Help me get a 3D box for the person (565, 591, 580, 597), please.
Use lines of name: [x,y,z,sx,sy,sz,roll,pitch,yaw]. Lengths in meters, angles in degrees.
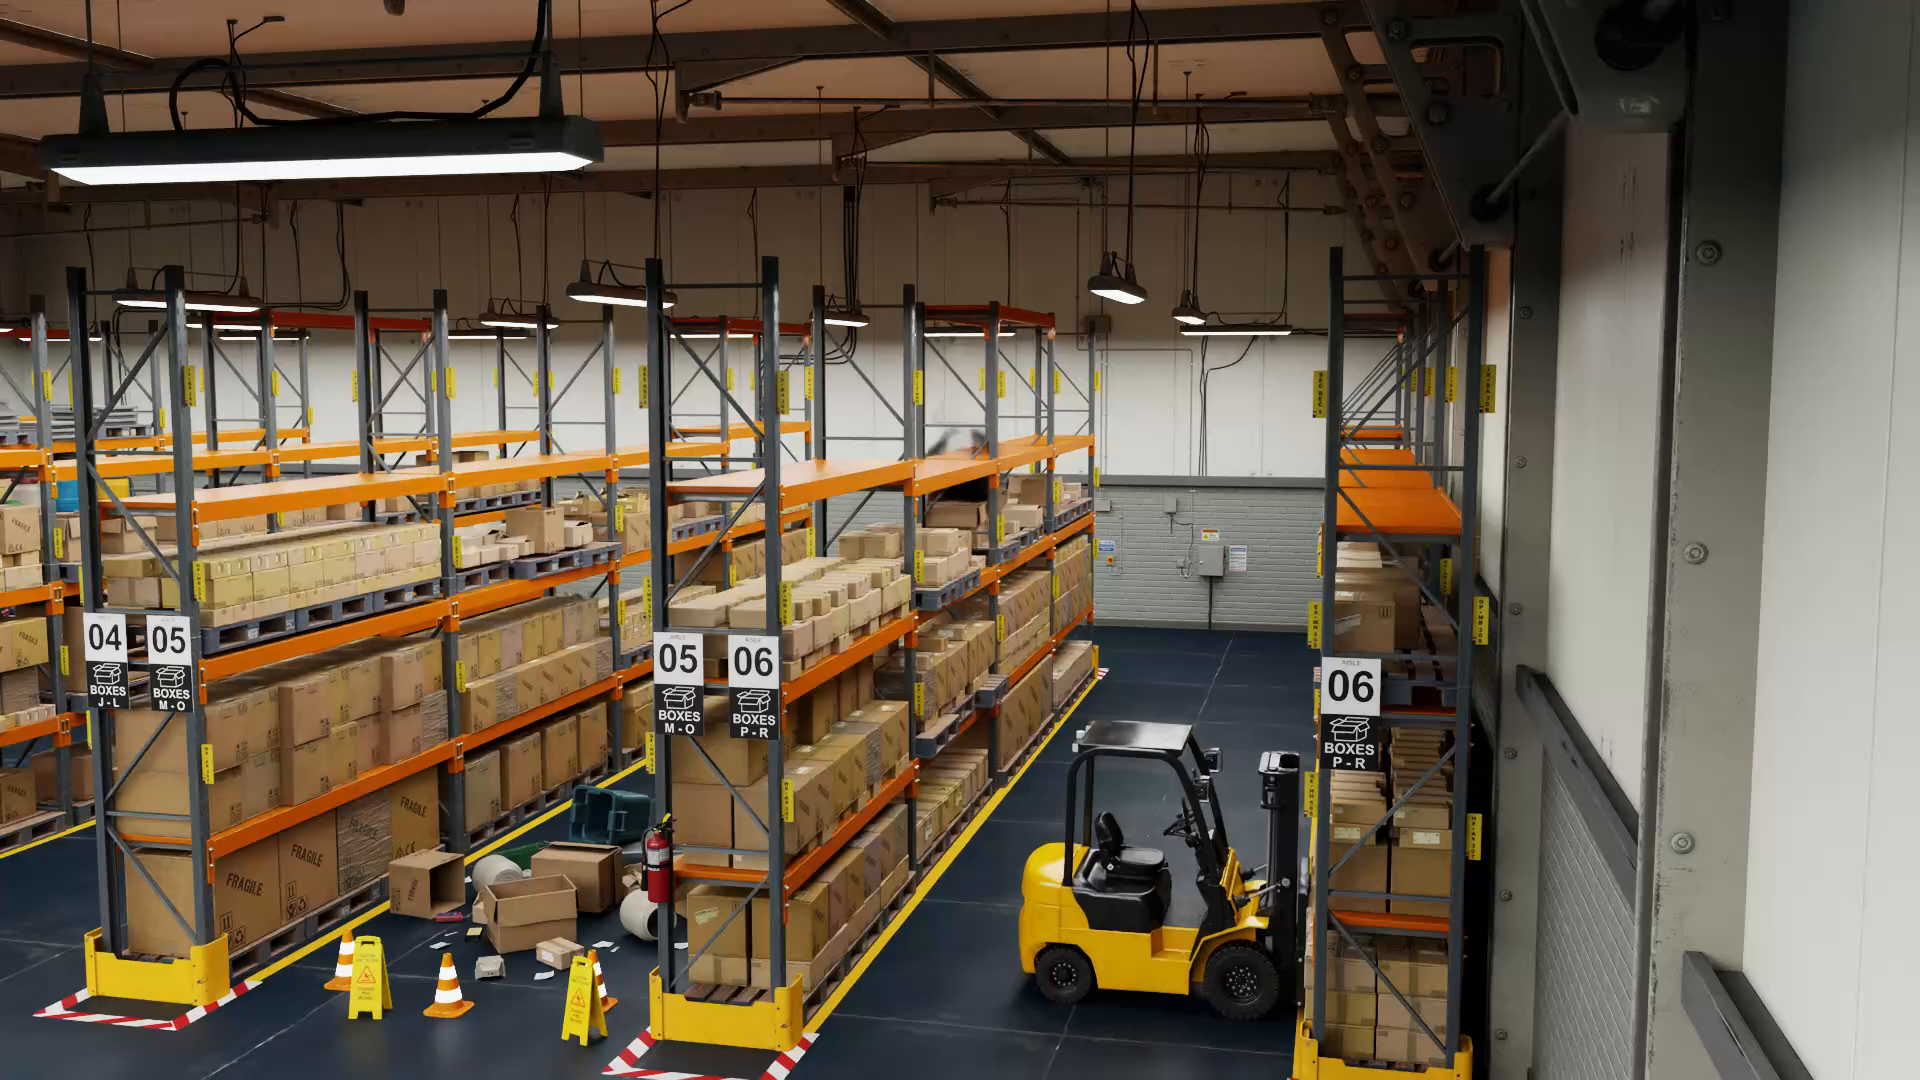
person: [-6.169,1.653,26.478,0.620,1.700,0.725,1,6,12]
